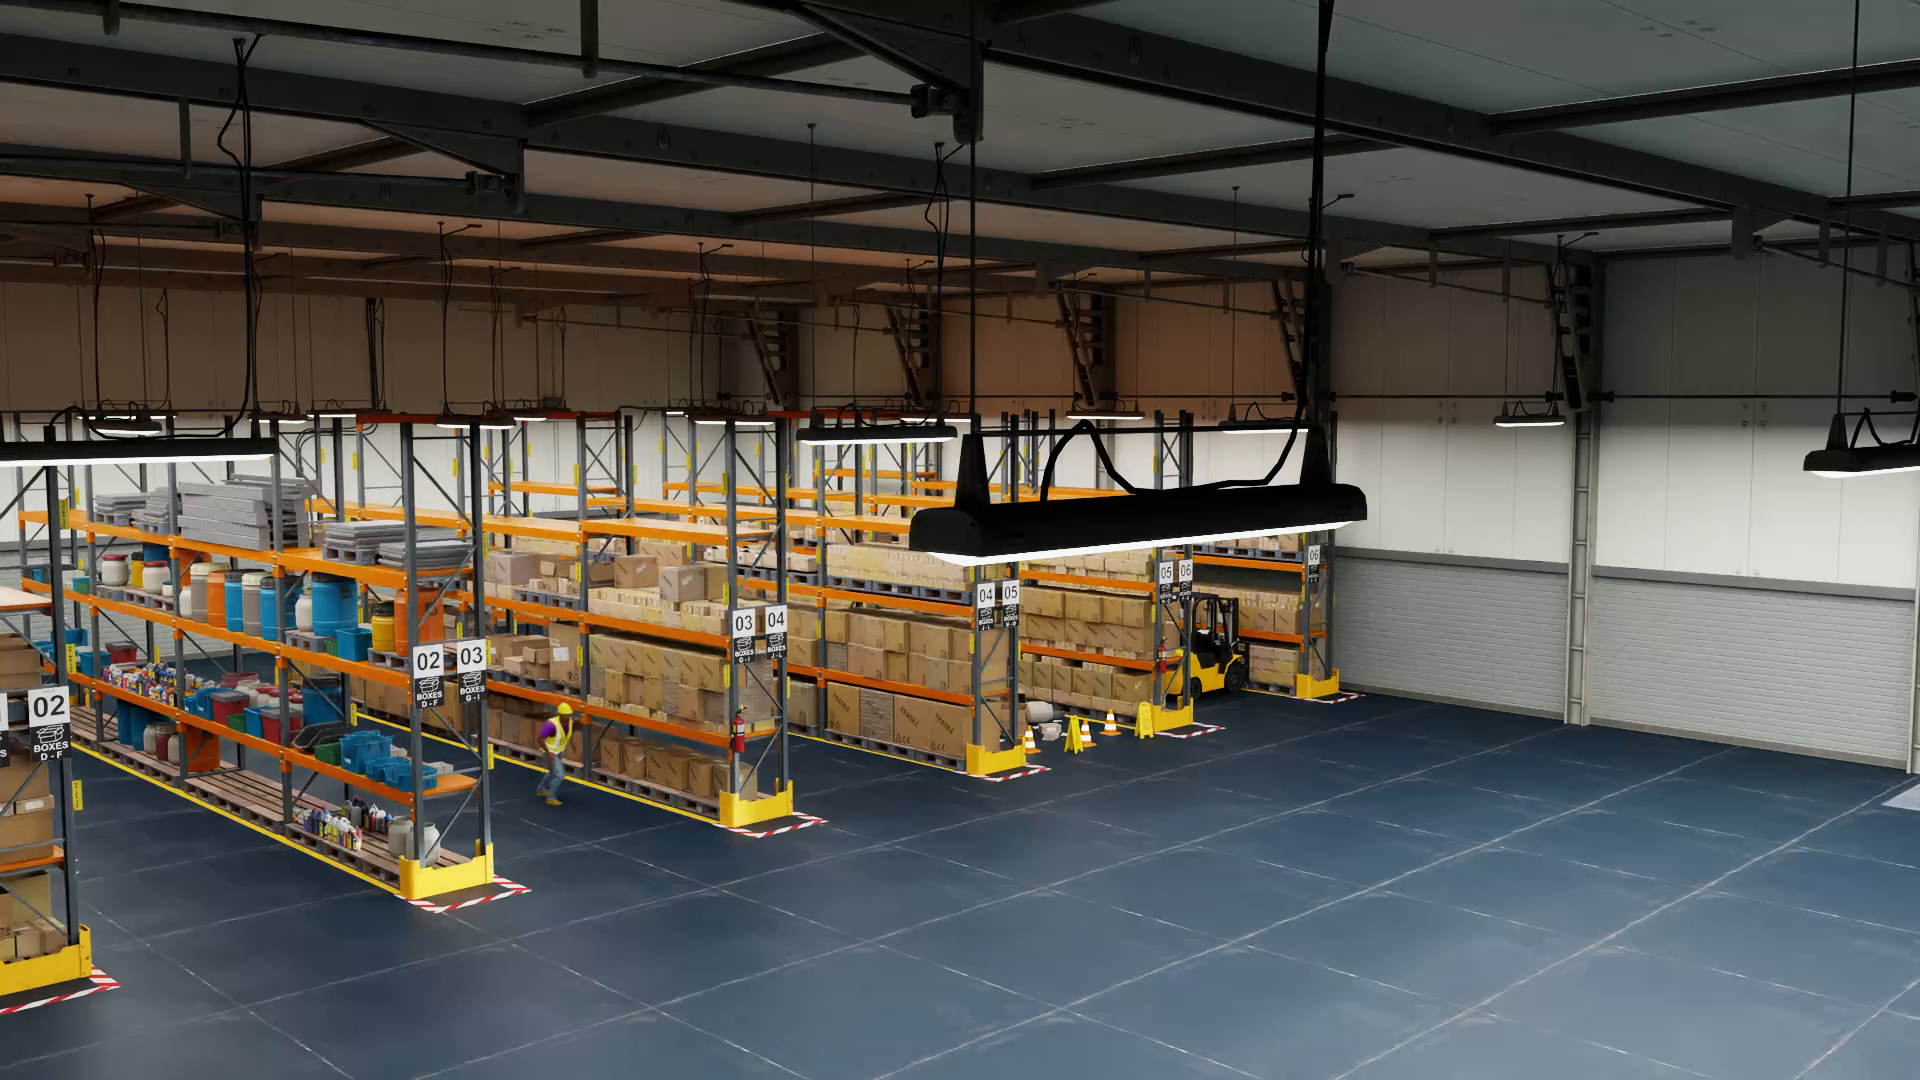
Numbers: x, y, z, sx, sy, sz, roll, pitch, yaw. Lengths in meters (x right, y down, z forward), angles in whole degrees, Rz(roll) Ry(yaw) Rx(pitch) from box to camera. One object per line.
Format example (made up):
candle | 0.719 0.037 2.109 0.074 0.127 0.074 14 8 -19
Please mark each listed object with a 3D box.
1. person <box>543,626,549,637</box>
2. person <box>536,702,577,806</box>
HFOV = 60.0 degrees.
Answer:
person | -10.098 1.901 41.187 0.945 1.707 0.645 -3 6 -34
person | -6.294 3.293 25.805 0.874 1.636 0.739 2 5 18
